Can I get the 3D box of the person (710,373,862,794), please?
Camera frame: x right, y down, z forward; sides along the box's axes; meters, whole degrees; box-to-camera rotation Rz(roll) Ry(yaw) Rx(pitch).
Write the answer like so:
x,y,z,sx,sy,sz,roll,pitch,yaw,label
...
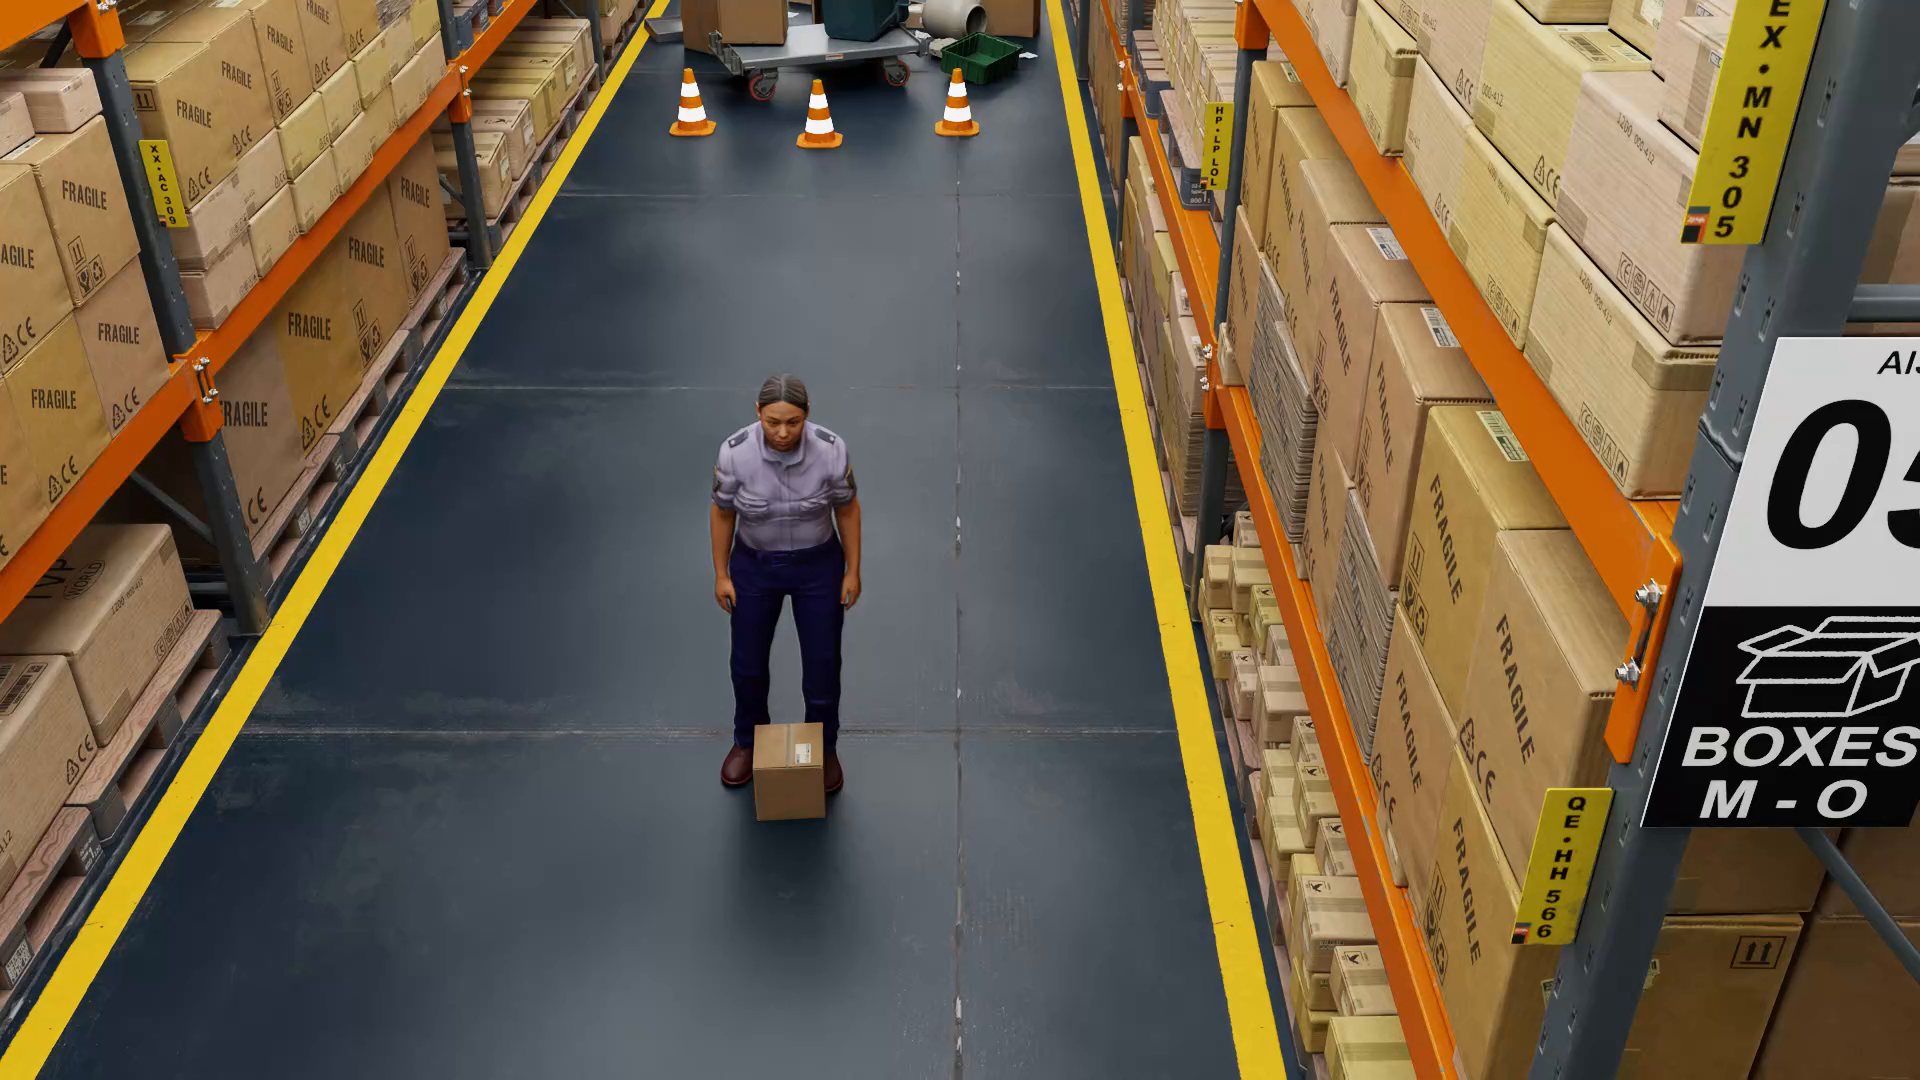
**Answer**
x,y,z,sx,sy,sz,roll,pitch,yaw,label
-0.626,0.150,5.915,0.562,1.636,0.426,-2,32,-3,person
